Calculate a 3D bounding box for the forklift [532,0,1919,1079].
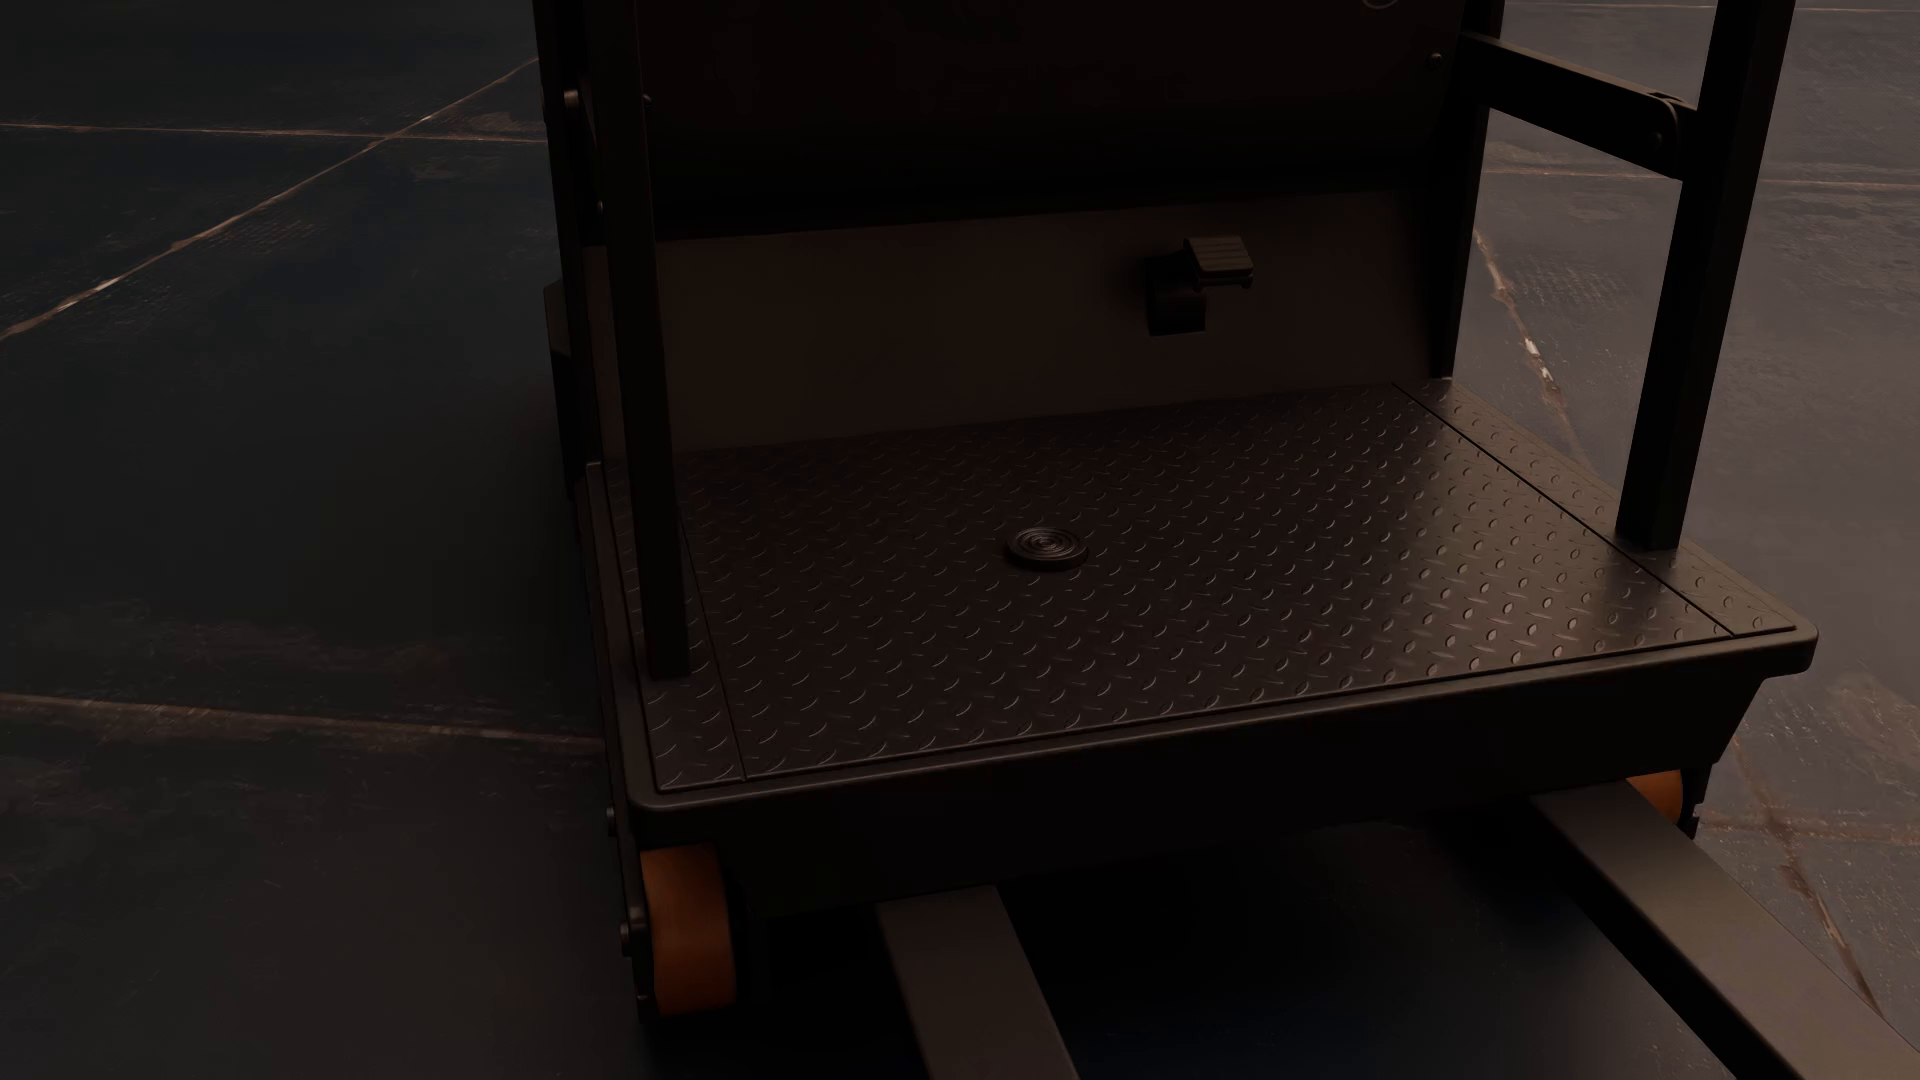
[{"bbox_3d":[0.153,-1.049,1.319,1.130,2.935,3.031,-7,27,-13],"label":"forklift"}]
